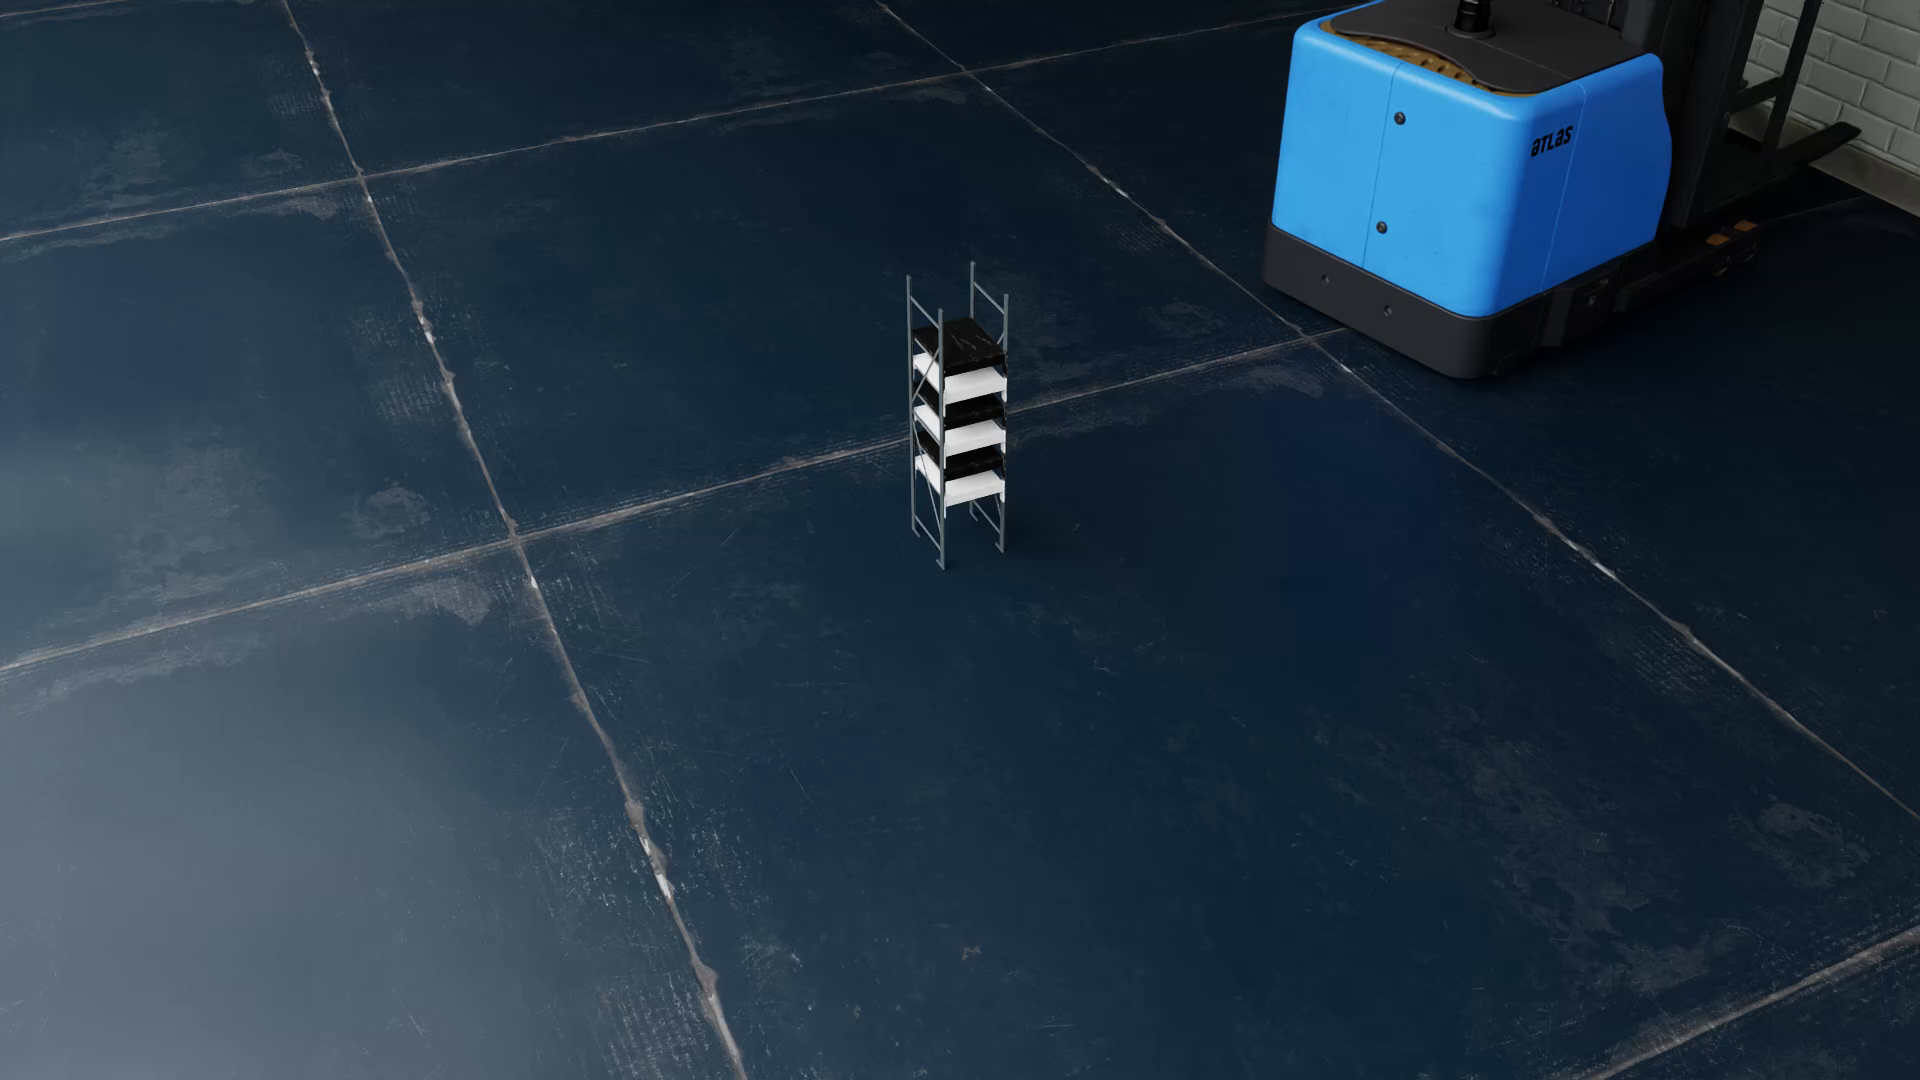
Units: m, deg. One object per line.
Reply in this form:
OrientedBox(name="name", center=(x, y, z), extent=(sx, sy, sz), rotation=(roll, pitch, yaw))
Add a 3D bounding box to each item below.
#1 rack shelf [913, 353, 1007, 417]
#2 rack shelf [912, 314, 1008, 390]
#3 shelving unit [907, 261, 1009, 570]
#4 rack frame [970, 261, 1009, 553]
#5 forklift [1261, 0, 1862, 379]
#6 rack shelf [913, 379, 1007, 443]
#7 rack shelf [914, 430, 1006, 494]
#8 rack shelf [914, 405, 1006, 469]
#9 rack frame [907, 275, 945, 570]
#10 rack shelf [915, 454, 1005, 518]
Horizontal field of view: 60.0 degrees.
OrientedBox(name="rack shelf", center=(-0.007, -0.477, 4.892), extent=(0.200, 0.077, 0.258), rotation=(-16, 39, -20))
OrientedBox(name="rack shelf", center=(-0.007, -0.549, 4.838), extent=(0.200, 0.077, 0.258), rotation=(-16, 39, -20))
OrientedBox(name="shelving unit", center=(-0.007, -0.359, 4.979), extent=(0.210, 0.900, 0.258), rotation=(-16, 39, -20))
OrientedBox(name="rack frame", center=(0.085, -0.385, 5.014), extent=(0.006, 0.900, 0.240), rotation=(-16, 39, -20))
OrientedBox(name="forklift", center=(2.656, -2.463, 6.110), extent=(3.031, 2.935, 1.130), rotation=(-25, 43, -29))
OrientedBox(name="rack shelf", center=(-0.007, -0.405, 4.945), extent=(0.200, 0.077, 0.258), rotation=(-16, 39, -20))
OrientedBox(name="rack shelf", center=(-0.007, -0.260, 5.053), extent=(0.200, 0.077, 0.258), rotation=(-16, 39, -20))
OrientedBox(name="rack shelf", center=(-0.007, -0.333, 4.999), extent=(0.200, 0.077, 0.258), rotation=(-16, 39, -20))
OrientedBox(name="rack frame", center=(-0.099, -0.334, 4.944), extent=(0.006, 0.900, 0.240), rotation=(-16, 39, -20))
OrientedBox(name="rack shelf", center=(-0.007, -0.188, 5.106), extent=(0.200, 0.077, 0.258), rotation=(-16, 39, -20))
